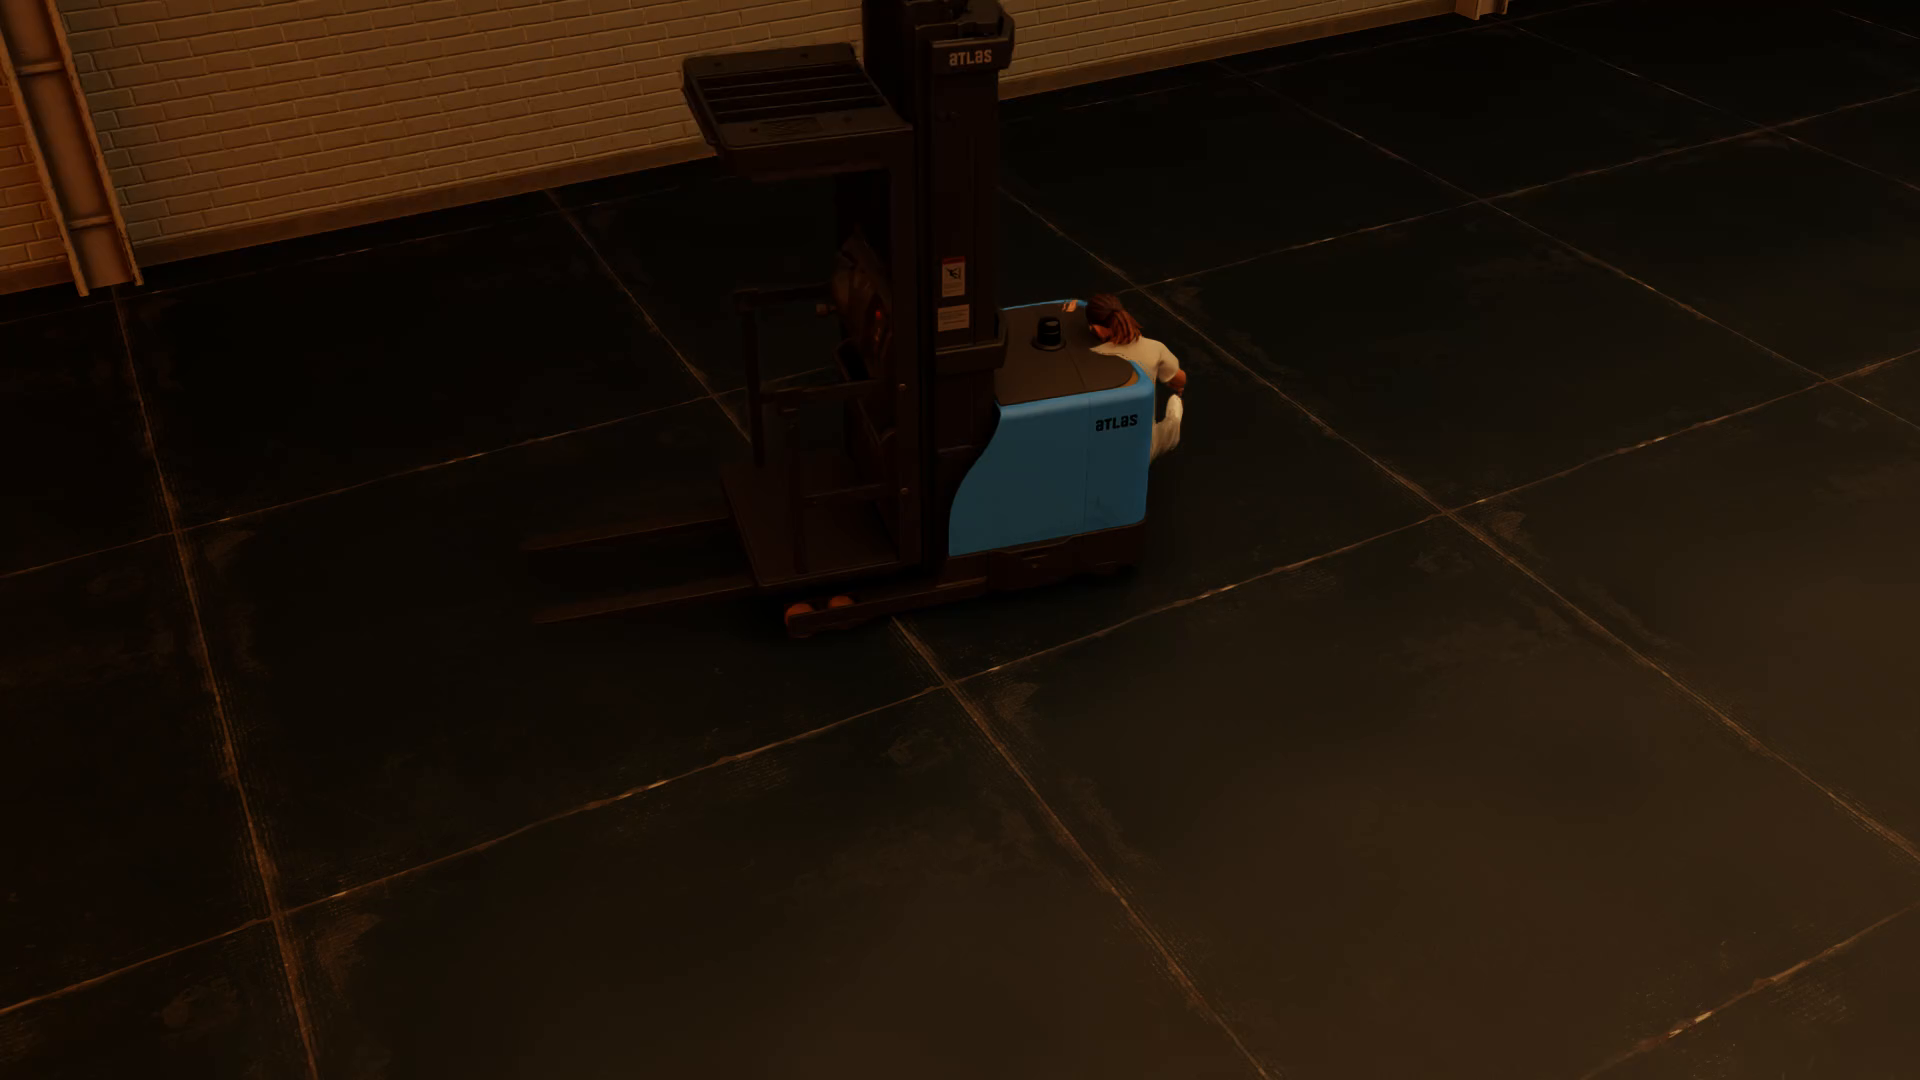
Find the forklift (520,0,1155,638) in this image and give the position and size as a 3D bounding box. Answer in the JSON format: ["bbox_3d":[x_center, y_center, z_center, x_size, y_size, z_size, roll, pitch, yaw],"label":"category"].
[{"bbox_3d":[-0.637,-1.067,7.633,3.031,2.935,1.130,-10,36,-14],"label":"forklift"}]

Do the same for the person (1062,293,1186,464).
[{"bbox_3d":[0.761,-0.687,8.518,0.994,1.317,1.113,-2,35,-3],"label":"person"}]
